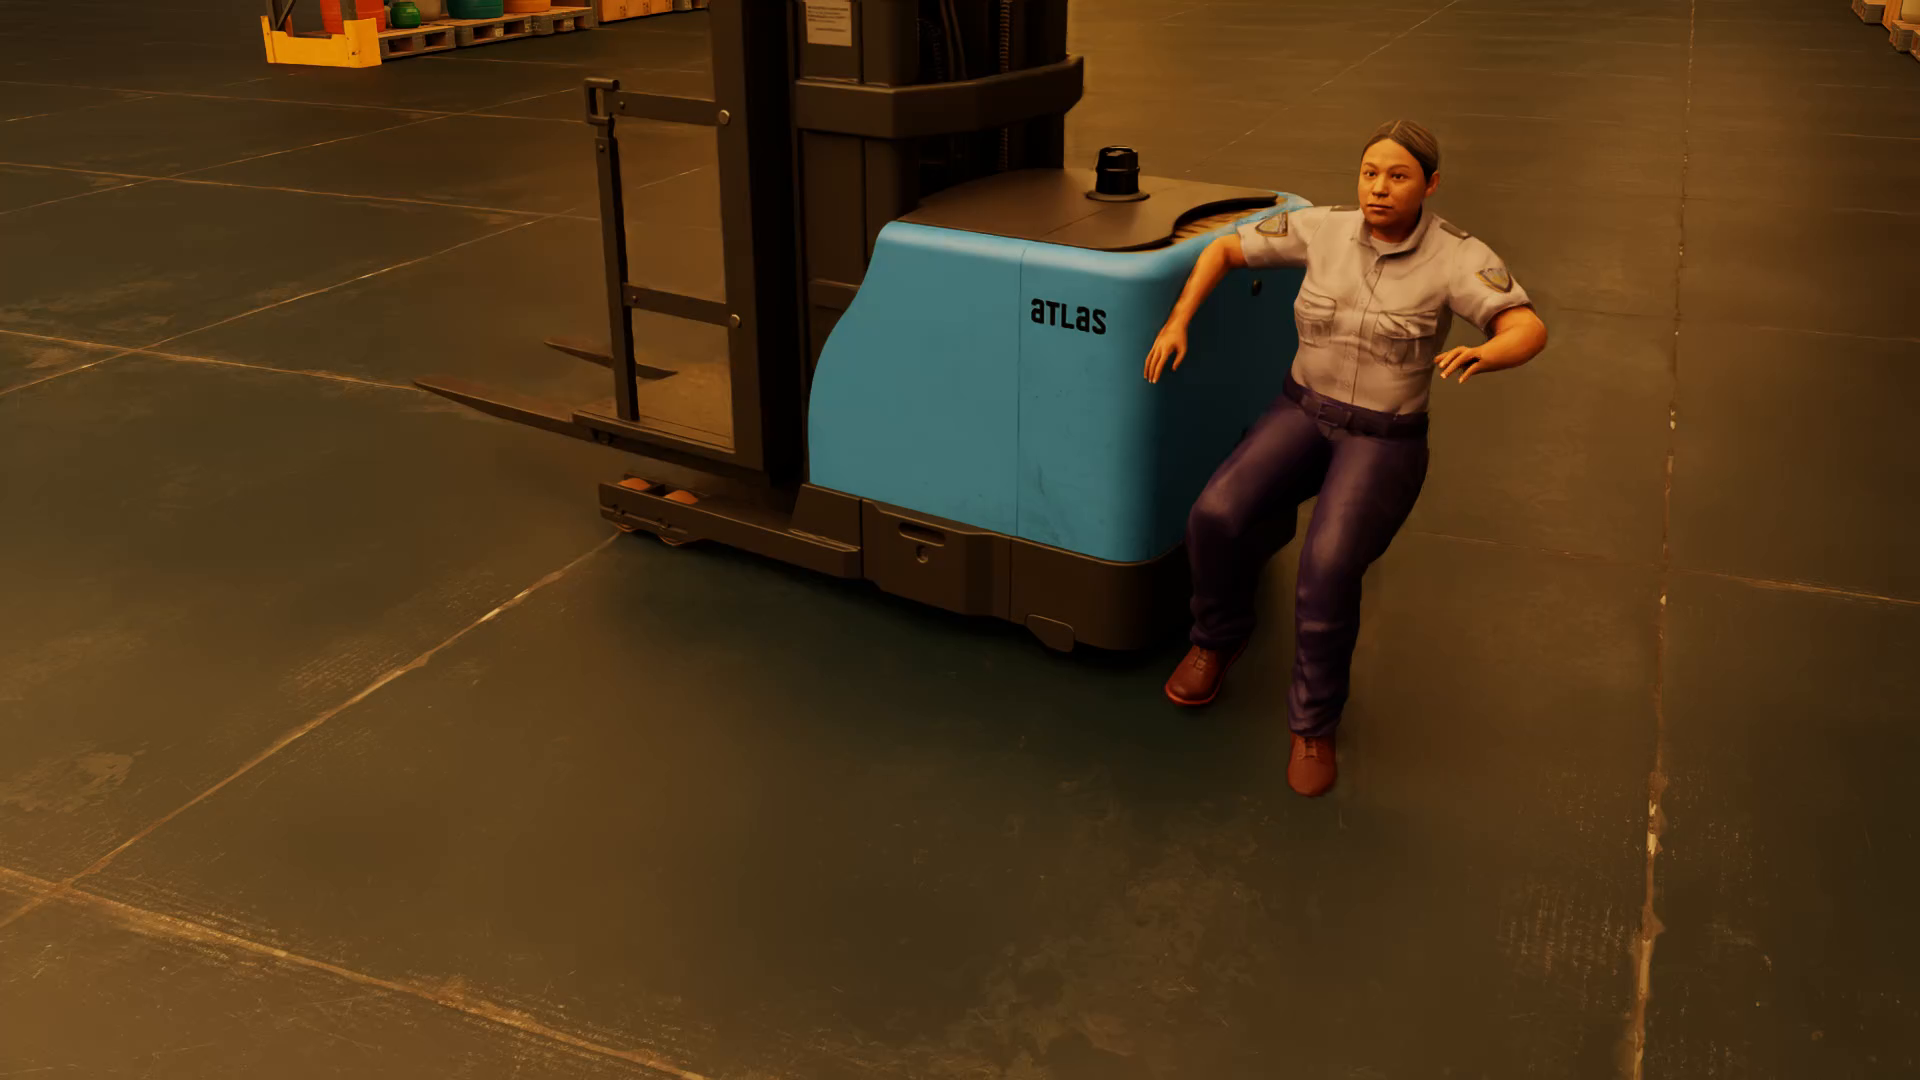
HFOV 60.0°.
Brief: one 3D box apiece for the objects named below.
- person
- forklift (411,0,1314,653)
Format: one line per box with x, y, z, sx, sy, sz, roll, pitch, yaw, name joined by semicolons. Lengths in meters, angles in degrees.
0.834;-0.213;3.822;0.885;1.432;0.775;11;25;25;person
-0.504;-1.485;4.845;3.031;2.935;1.130;15;27;32;forklift
